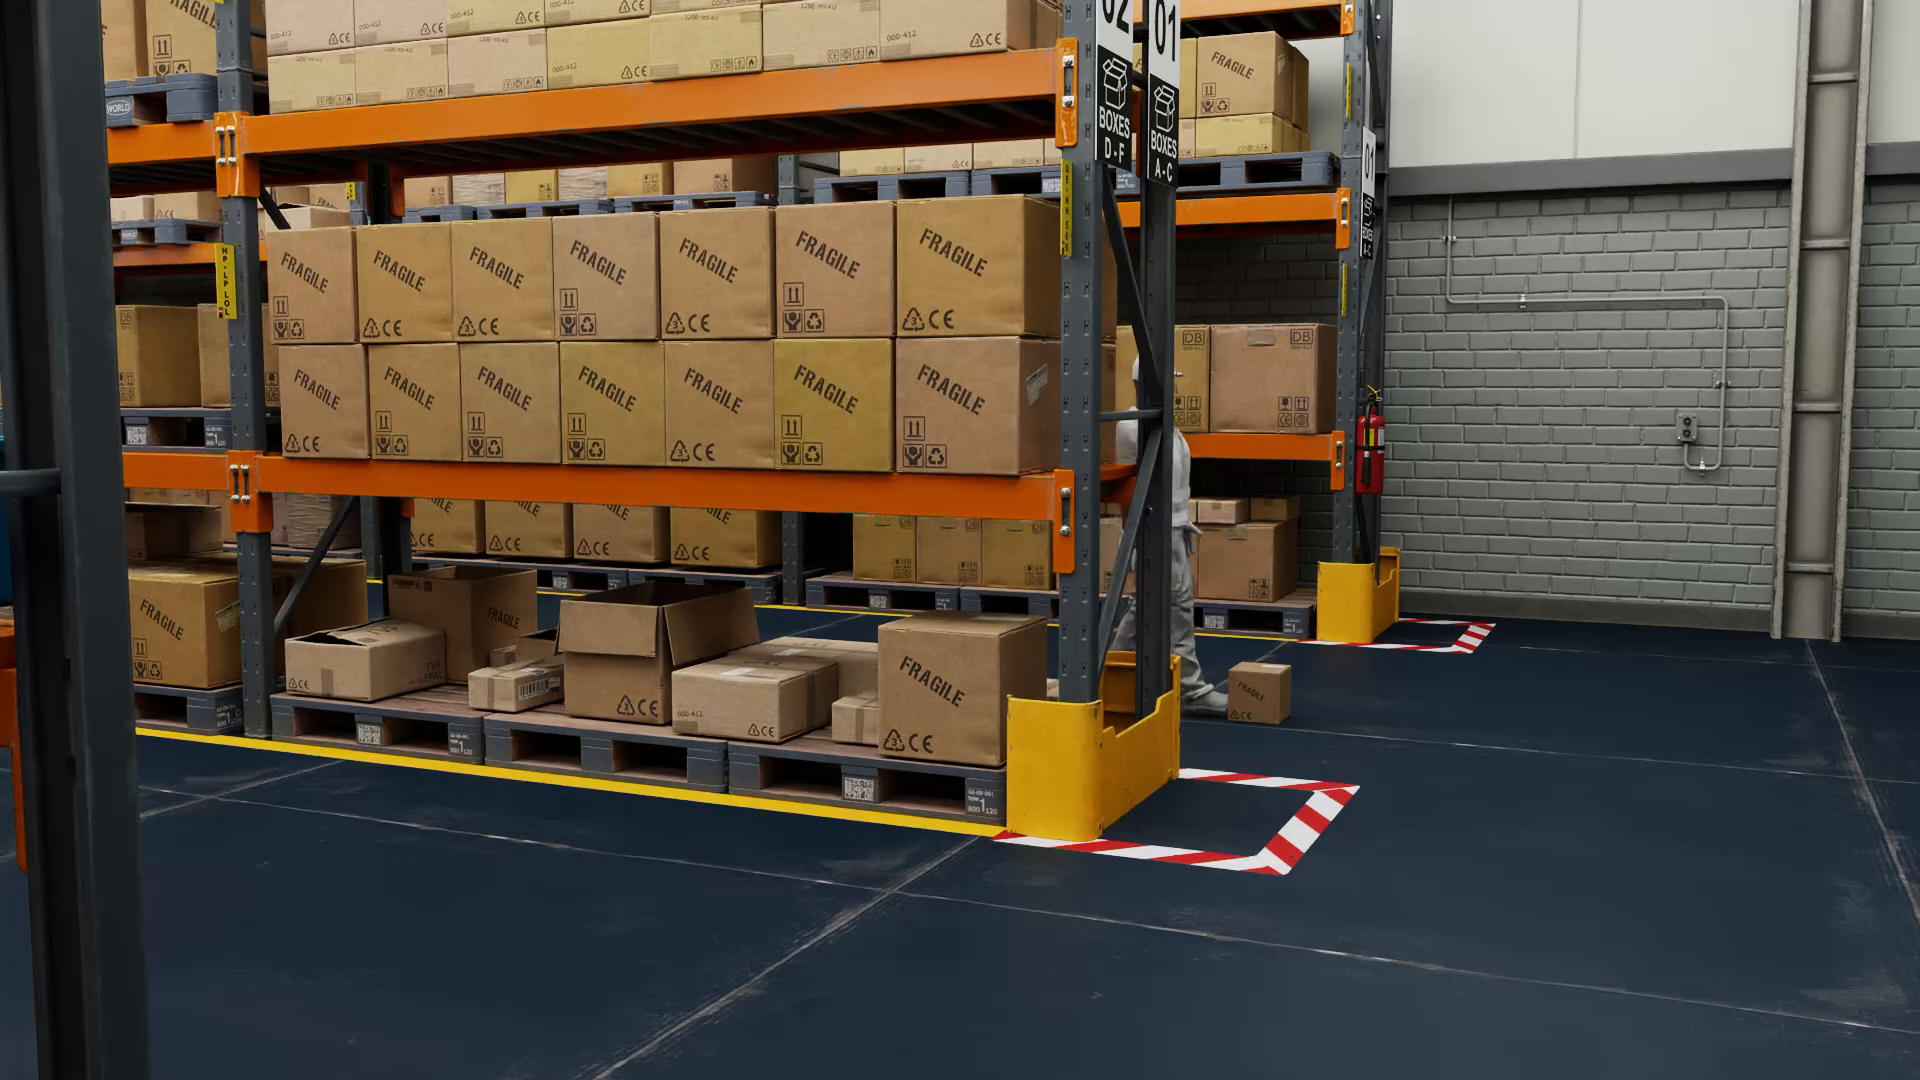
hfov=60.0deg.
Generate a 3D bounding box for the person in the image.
[{"bbox_3d":[1.065,-0.051,8.287,0.774,1.772,0.578,2,6,17],"label":"person"}]
